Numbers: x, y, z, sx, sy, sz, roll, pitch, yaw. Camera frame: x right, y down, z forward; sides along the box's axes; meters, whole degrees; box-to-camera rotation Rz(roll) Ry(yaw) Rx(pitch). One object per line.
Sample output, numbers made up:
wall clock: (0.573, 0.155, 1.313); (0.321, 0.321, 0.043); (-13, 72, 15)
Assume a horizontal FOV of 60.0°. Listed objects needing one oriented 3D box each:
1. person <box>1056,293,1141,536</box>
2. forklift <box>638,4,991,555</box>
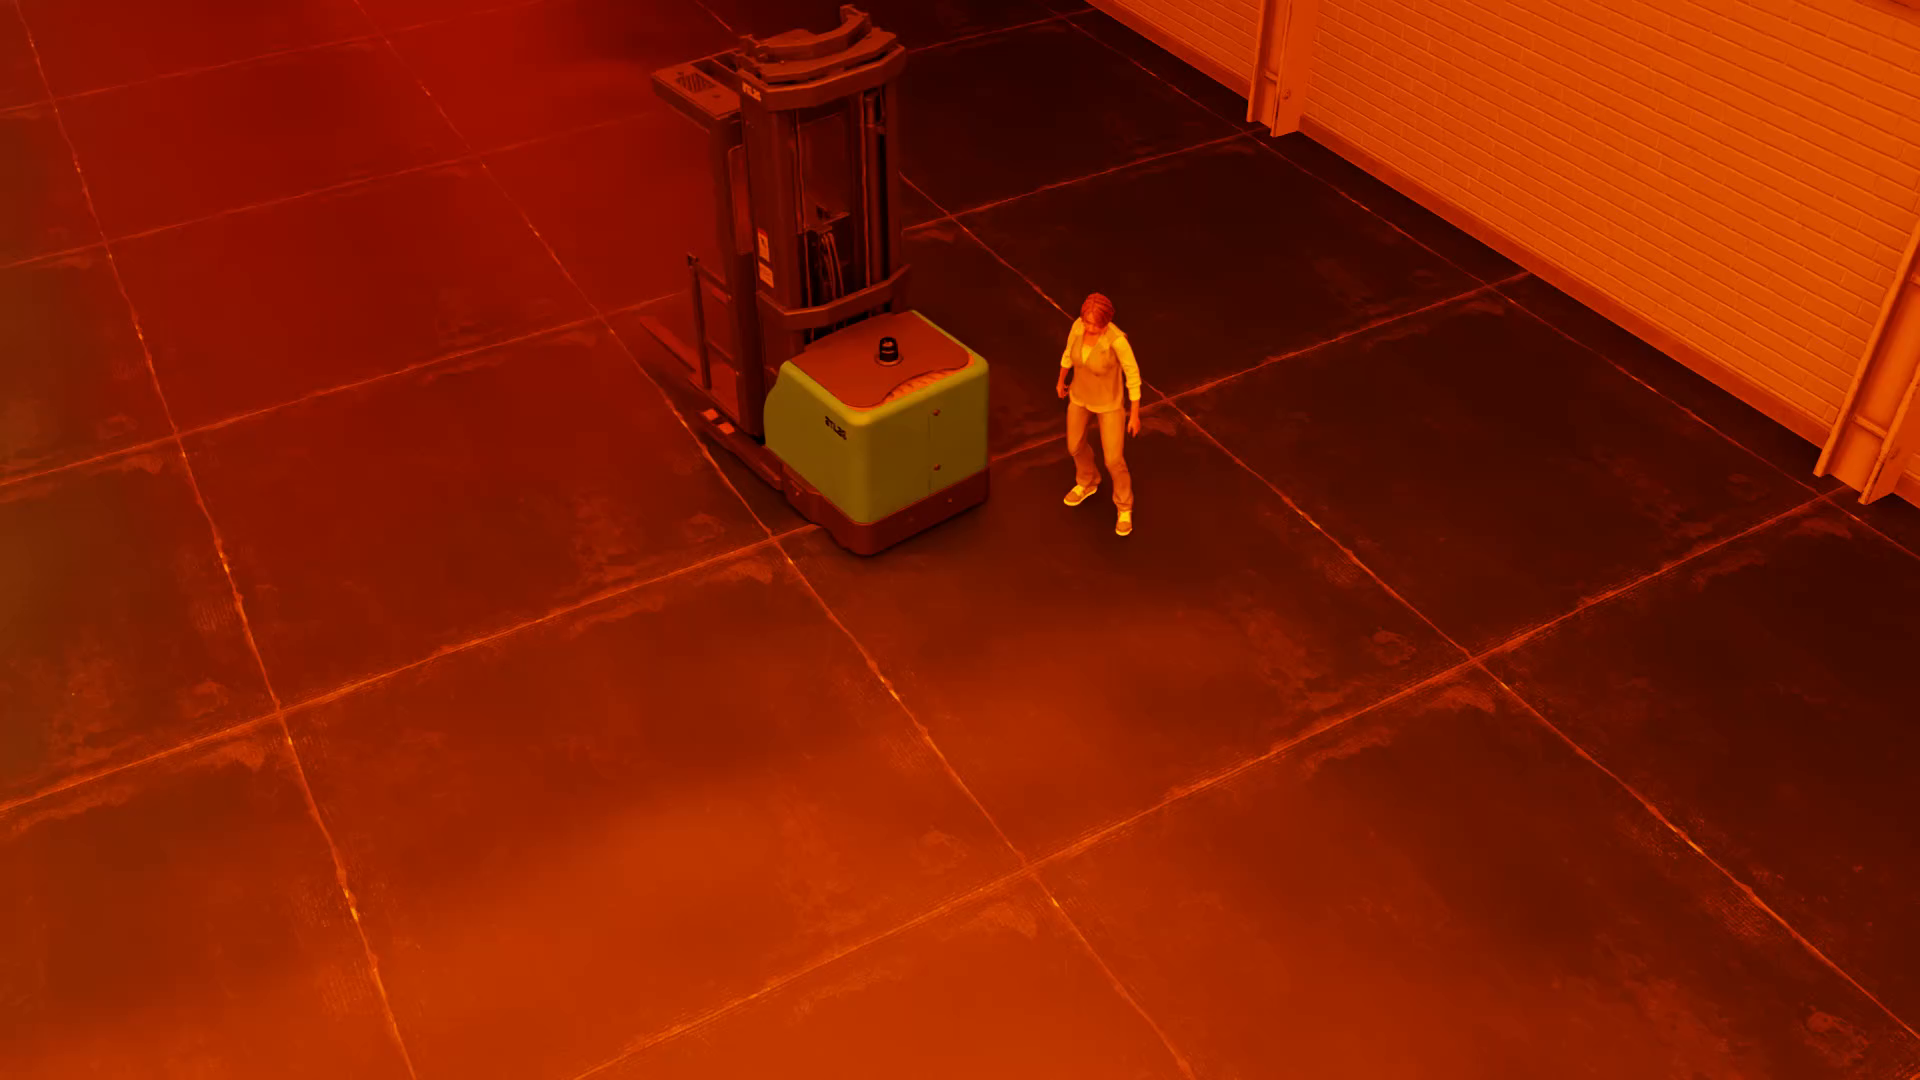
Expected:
person: (0.847, -0.821, 10.099); (0.690, 1.568, 0.346); (26, 46, 28)
forklift: (-1.113, -1.918, 10.349); (1.130, 2.935, 3.031); (-27, 47, -28)
